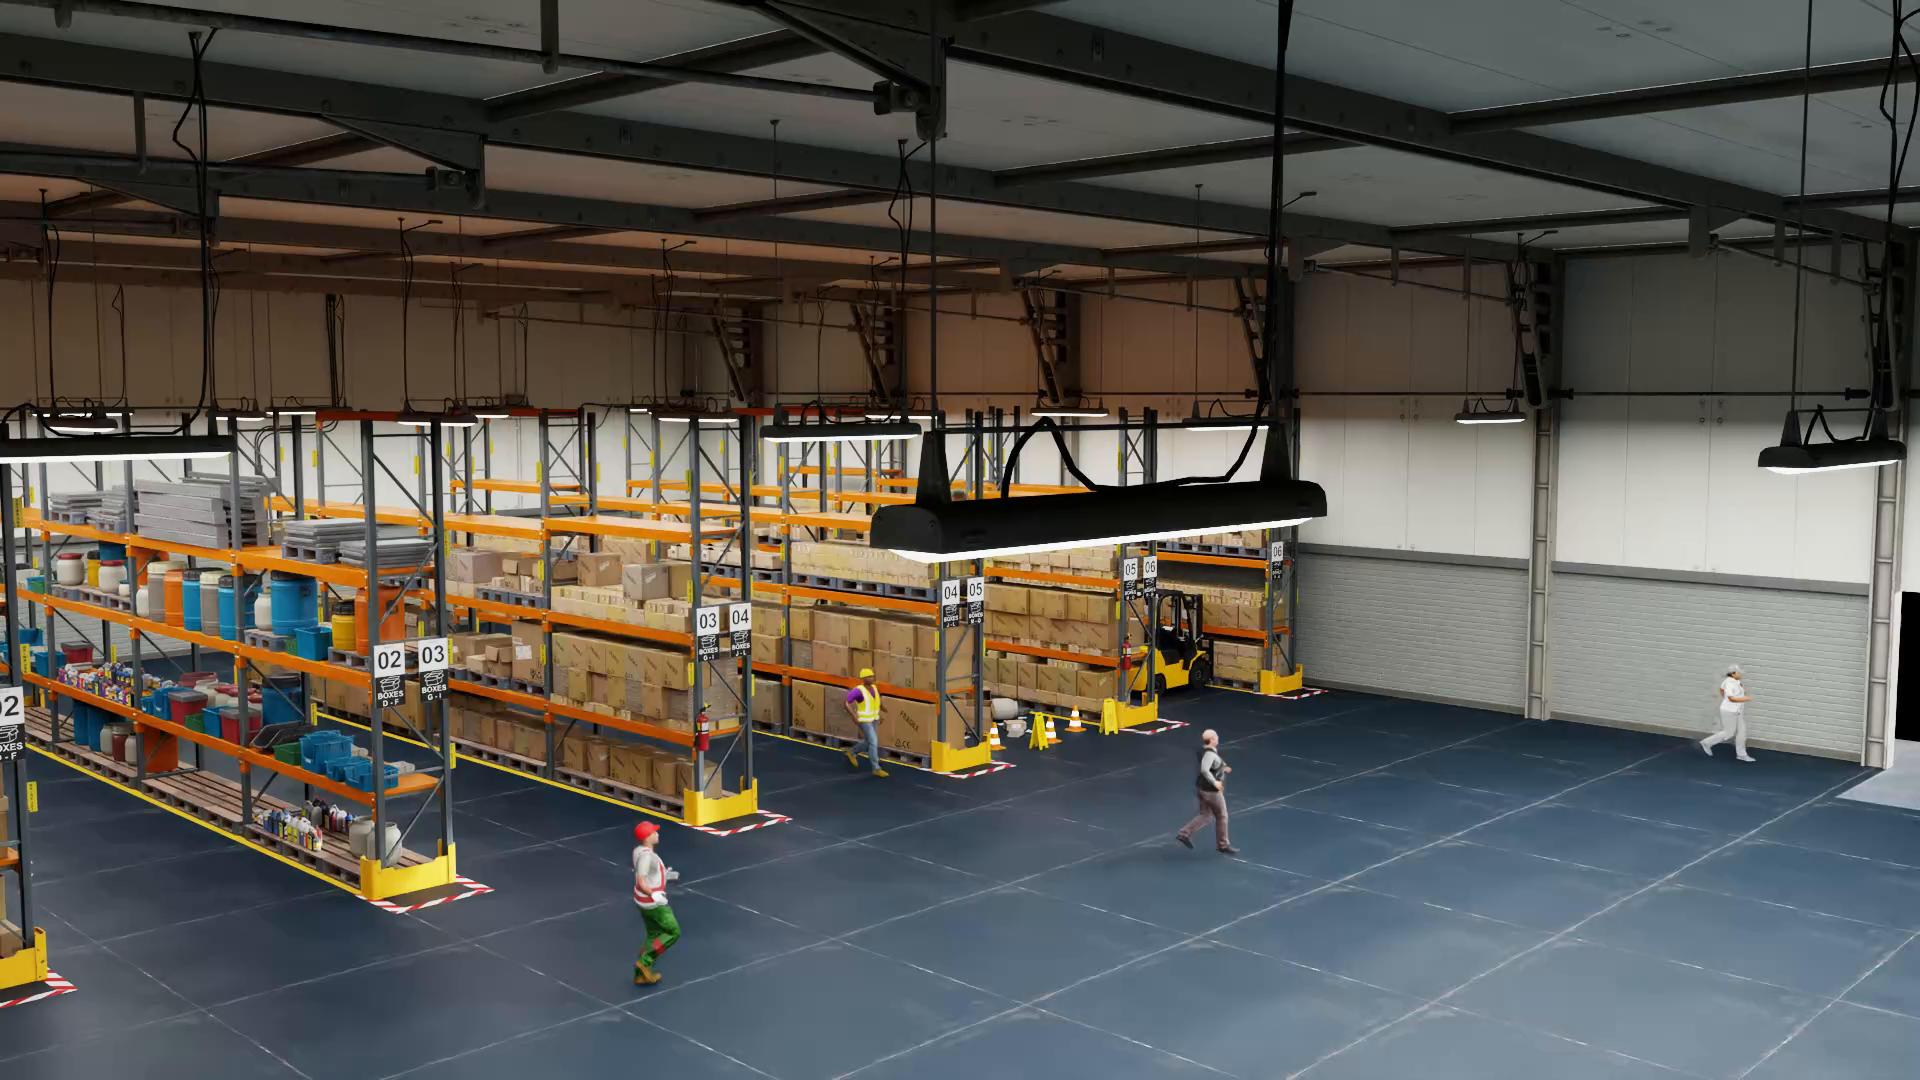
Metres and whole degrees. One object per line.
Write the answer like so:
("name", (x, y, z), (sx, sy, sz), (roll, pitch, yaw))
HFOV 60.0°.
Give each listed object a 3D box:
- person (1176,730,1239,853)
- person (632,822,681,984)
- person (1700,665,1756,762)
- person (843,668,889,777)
("person", (3.411, 3.443, 22.737), (0.873, 1.718, 0.663), (-1, 5, -13))
("person", (-3.243, 3.867, 17.820), (0.584, 1.742, 0.643), (-2, 6, -26))
("person", (13.224, 2.962, 28.577), (0.874, 1.653, 0.628), (3, 6, 30))
("person", (-1.549, 2.996, 27.570), (0.959, 1.752, 0.724), (4, 6, 35))
